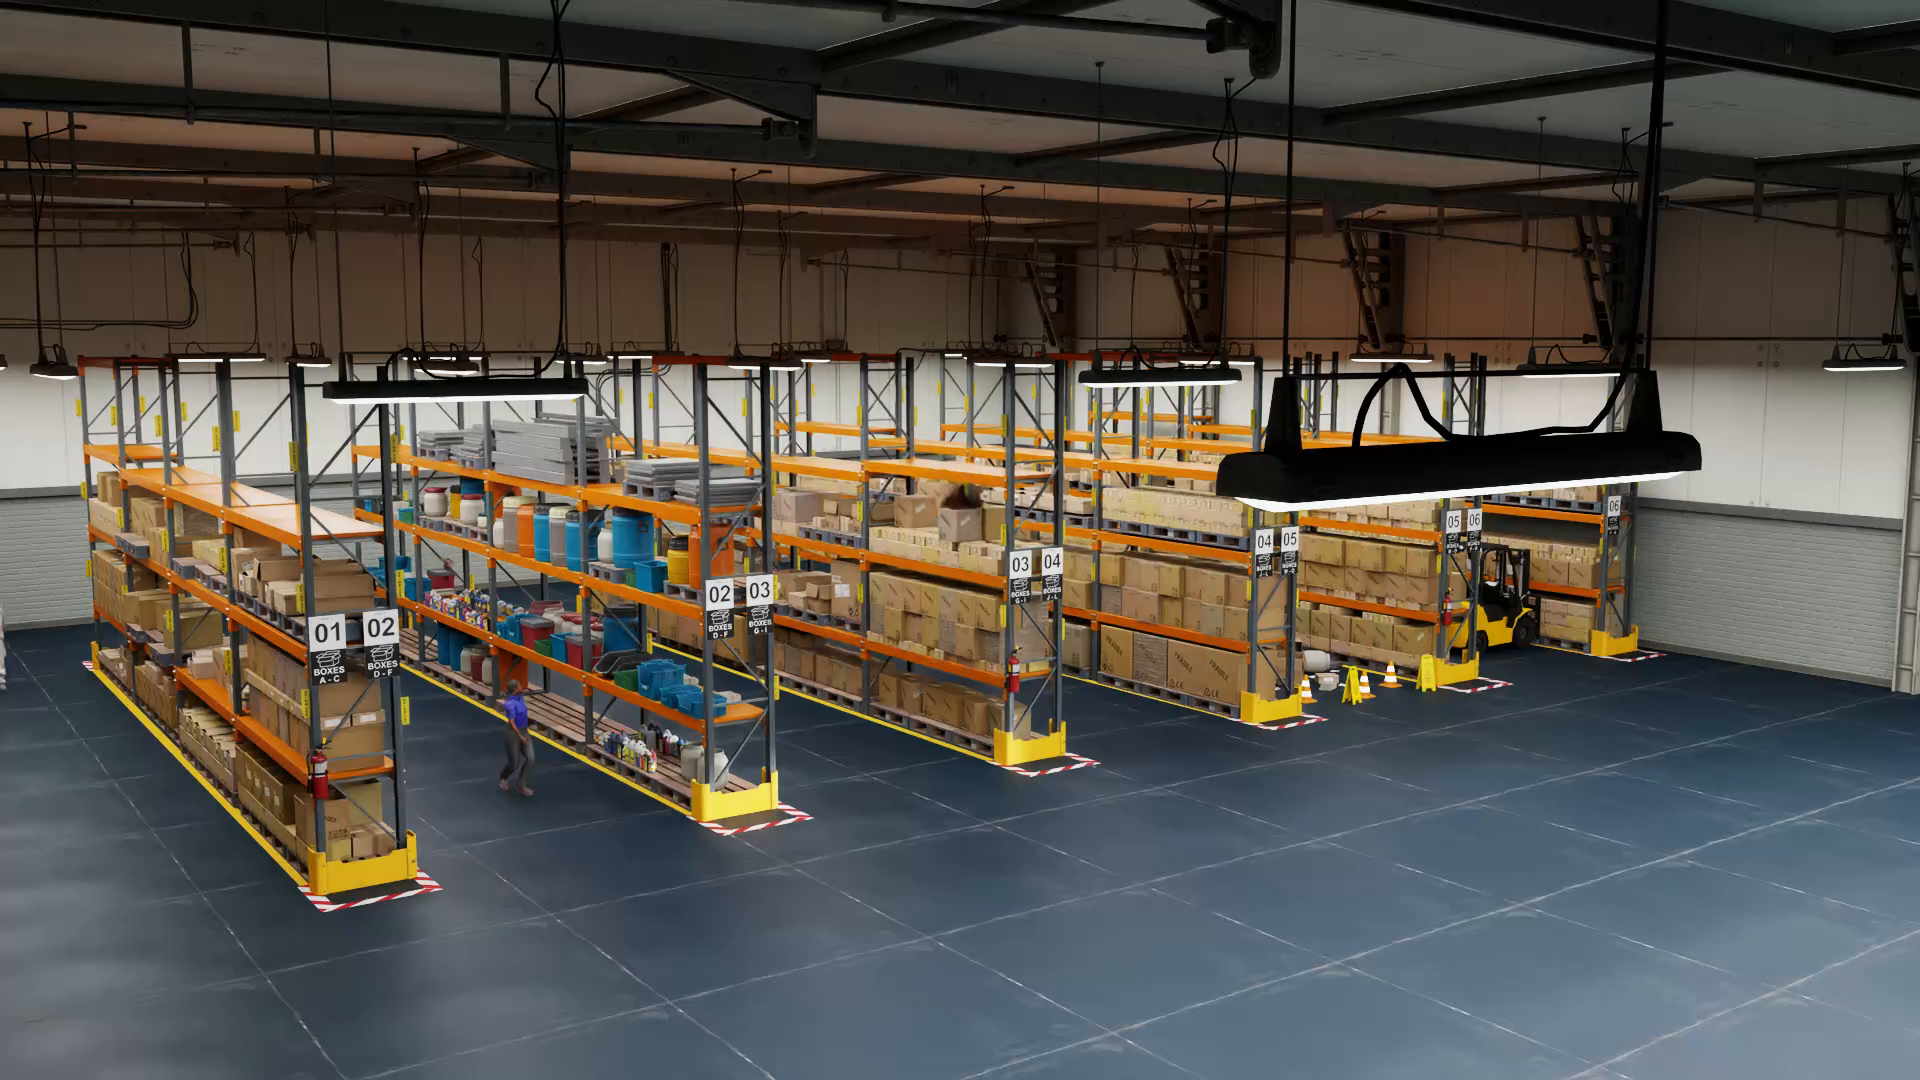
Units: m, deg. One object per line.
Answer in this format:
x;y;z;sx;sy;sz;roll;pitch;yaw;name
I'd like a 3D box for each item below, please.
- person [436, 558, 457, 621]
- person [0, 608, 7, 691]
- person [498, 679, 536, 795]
-11.156;1.213;36.212;0.422;1.444;0.830;-6;9;-42;person
-17.529;1.809;30.055;0.499;1.747;0.964;-4;8;-30;person
-6.142;2.735;23.193;0.680;1.620;0.527;4;8;29;person
